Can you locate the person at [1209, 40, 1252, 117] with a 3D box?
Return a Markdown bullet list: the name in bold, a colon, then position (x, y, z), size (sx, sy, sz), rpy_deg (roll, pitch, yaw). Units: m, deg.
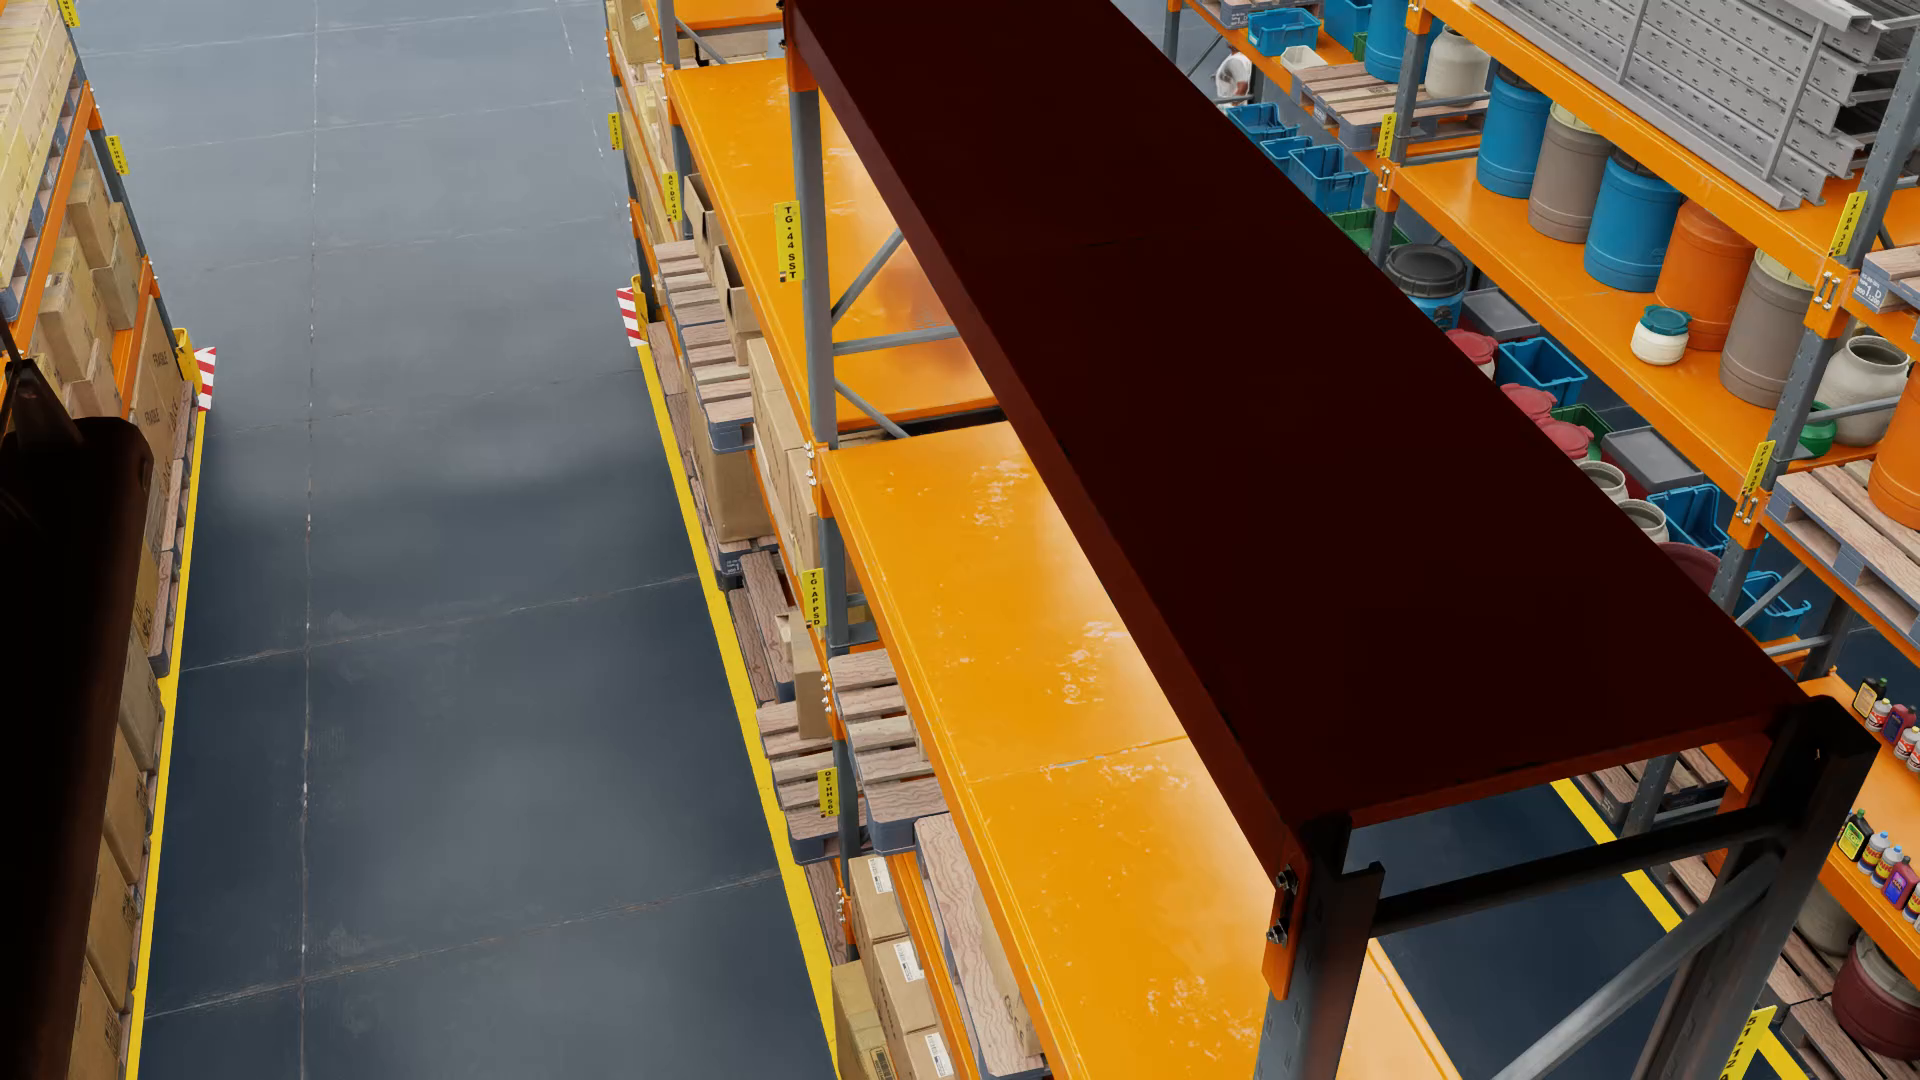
- **person**: position (2.779, -4.373, 16.903), size (0.791, 1.826, 0.712), rpy_deg (24, 44, 27)
